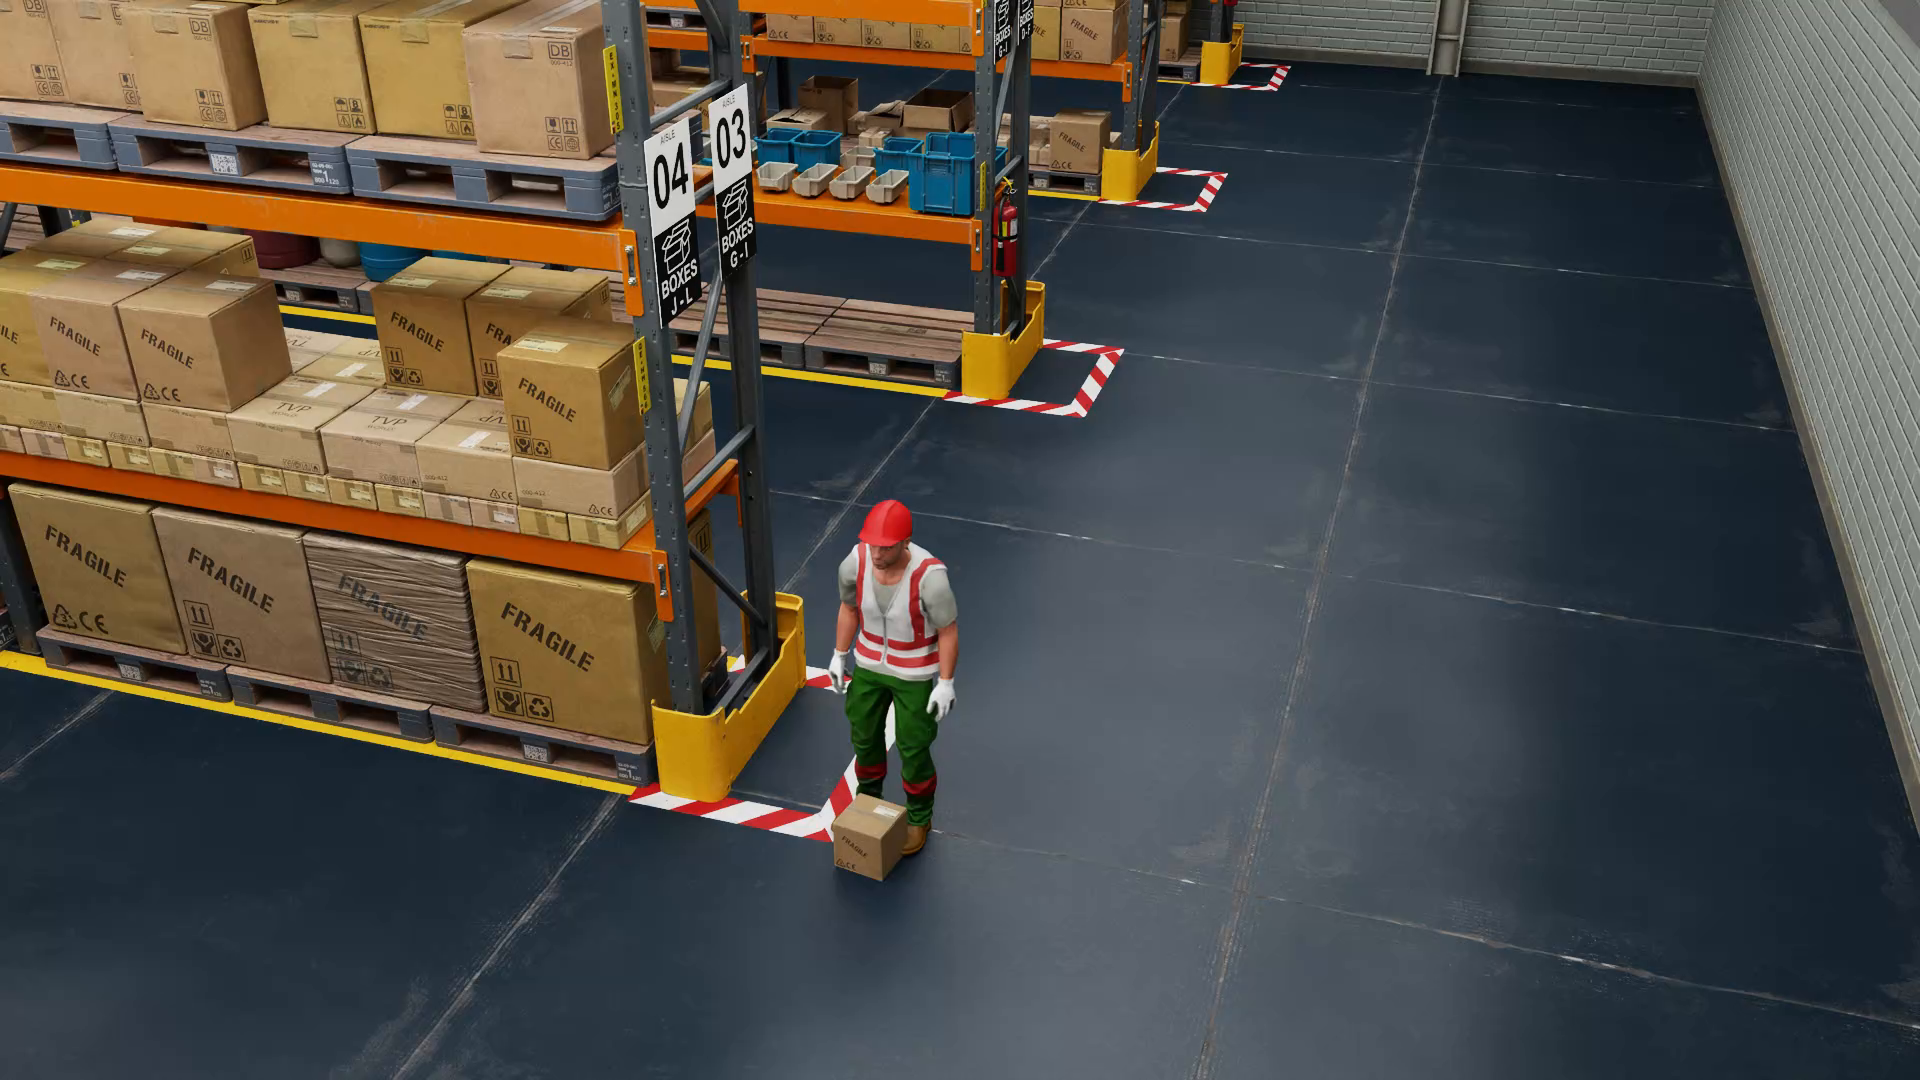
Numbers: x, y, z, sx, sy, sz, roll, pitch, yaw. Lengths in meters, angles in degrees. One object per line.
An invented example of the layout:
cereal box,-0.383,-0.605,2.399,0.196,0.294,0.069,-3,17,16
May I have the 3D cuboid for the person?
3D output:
person,-0.297,0.595,7.418,0.621,1.781,0.445,13,32,22
